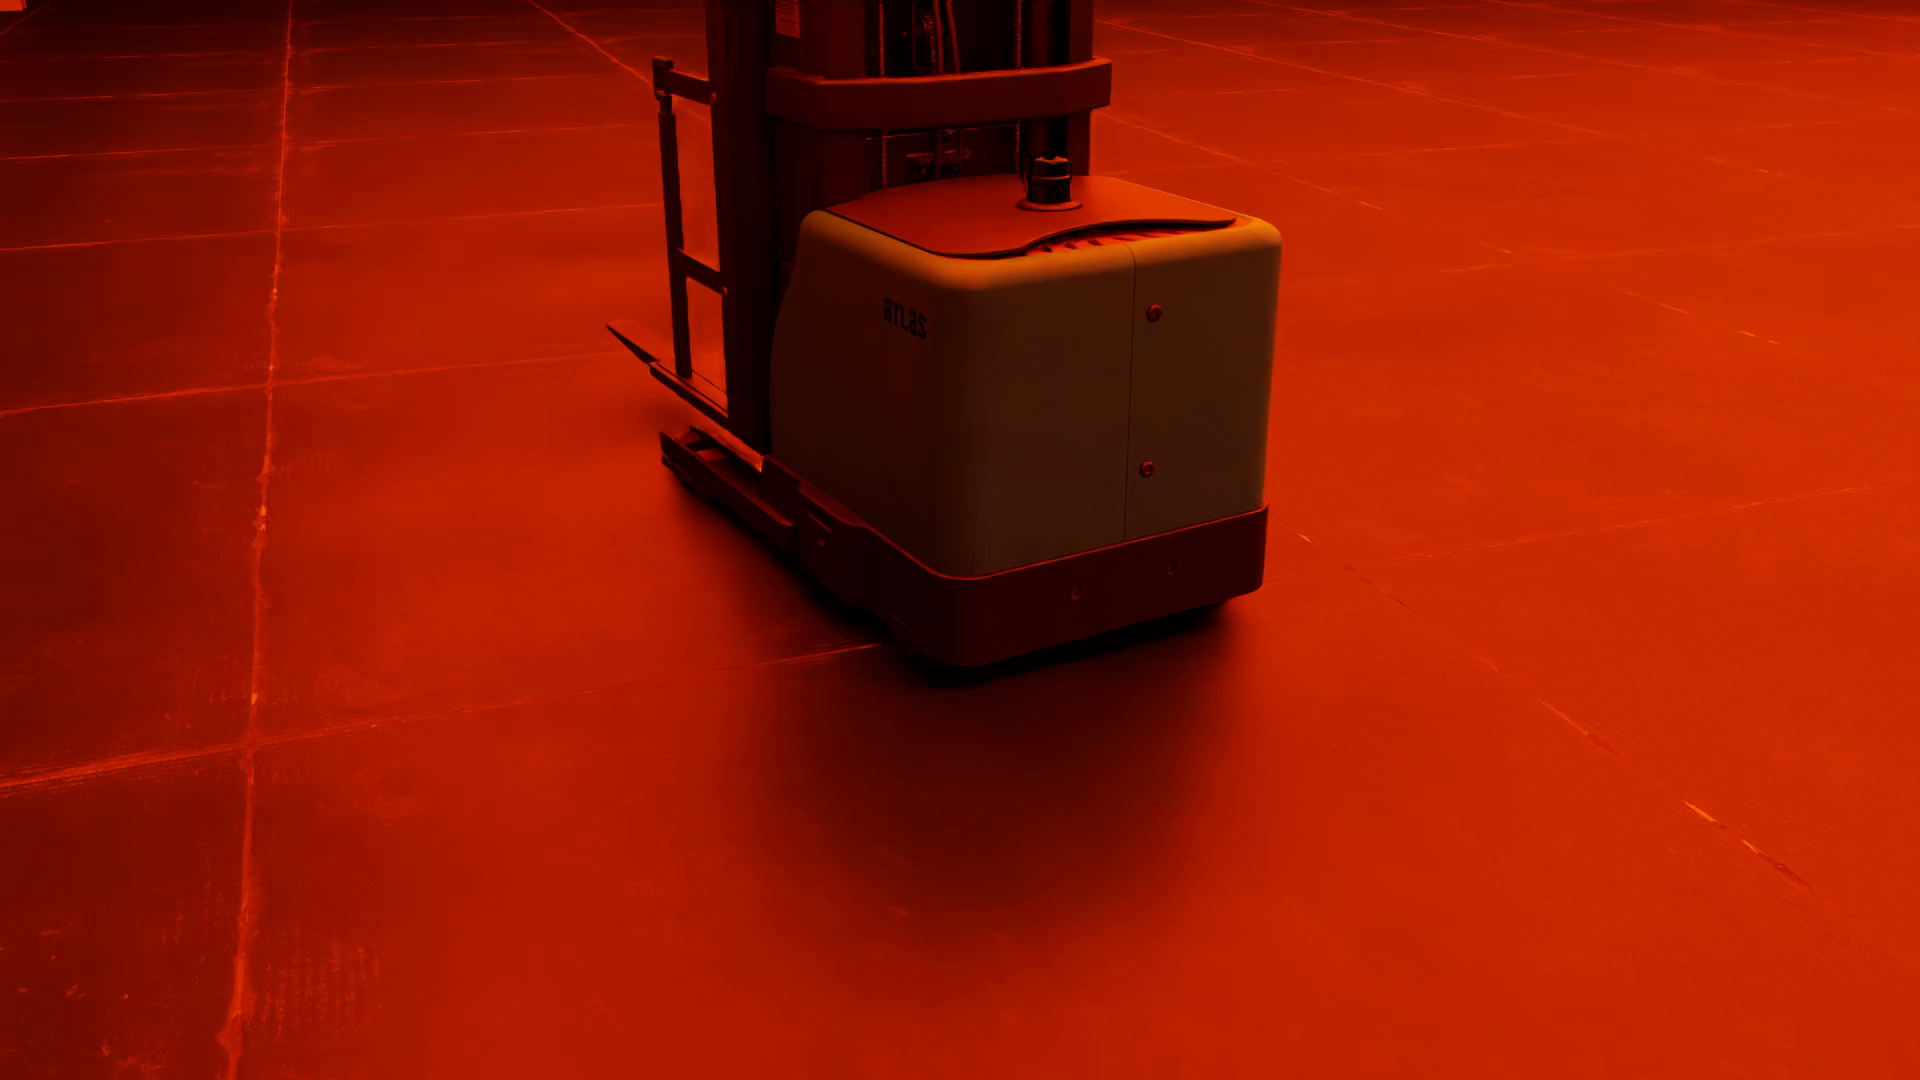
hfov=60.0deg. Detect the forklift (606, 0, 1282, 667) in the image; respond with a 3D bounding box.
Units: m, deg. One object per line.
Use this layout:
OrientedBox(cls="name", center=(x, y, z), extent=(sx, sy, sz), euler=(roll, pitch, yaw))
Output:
OrientedBox(cls="forklift", center=(-0.339, -1.562, 5.014), extent=(1.130, 2.935, 3.031), euler=(-13, 26, -28))
